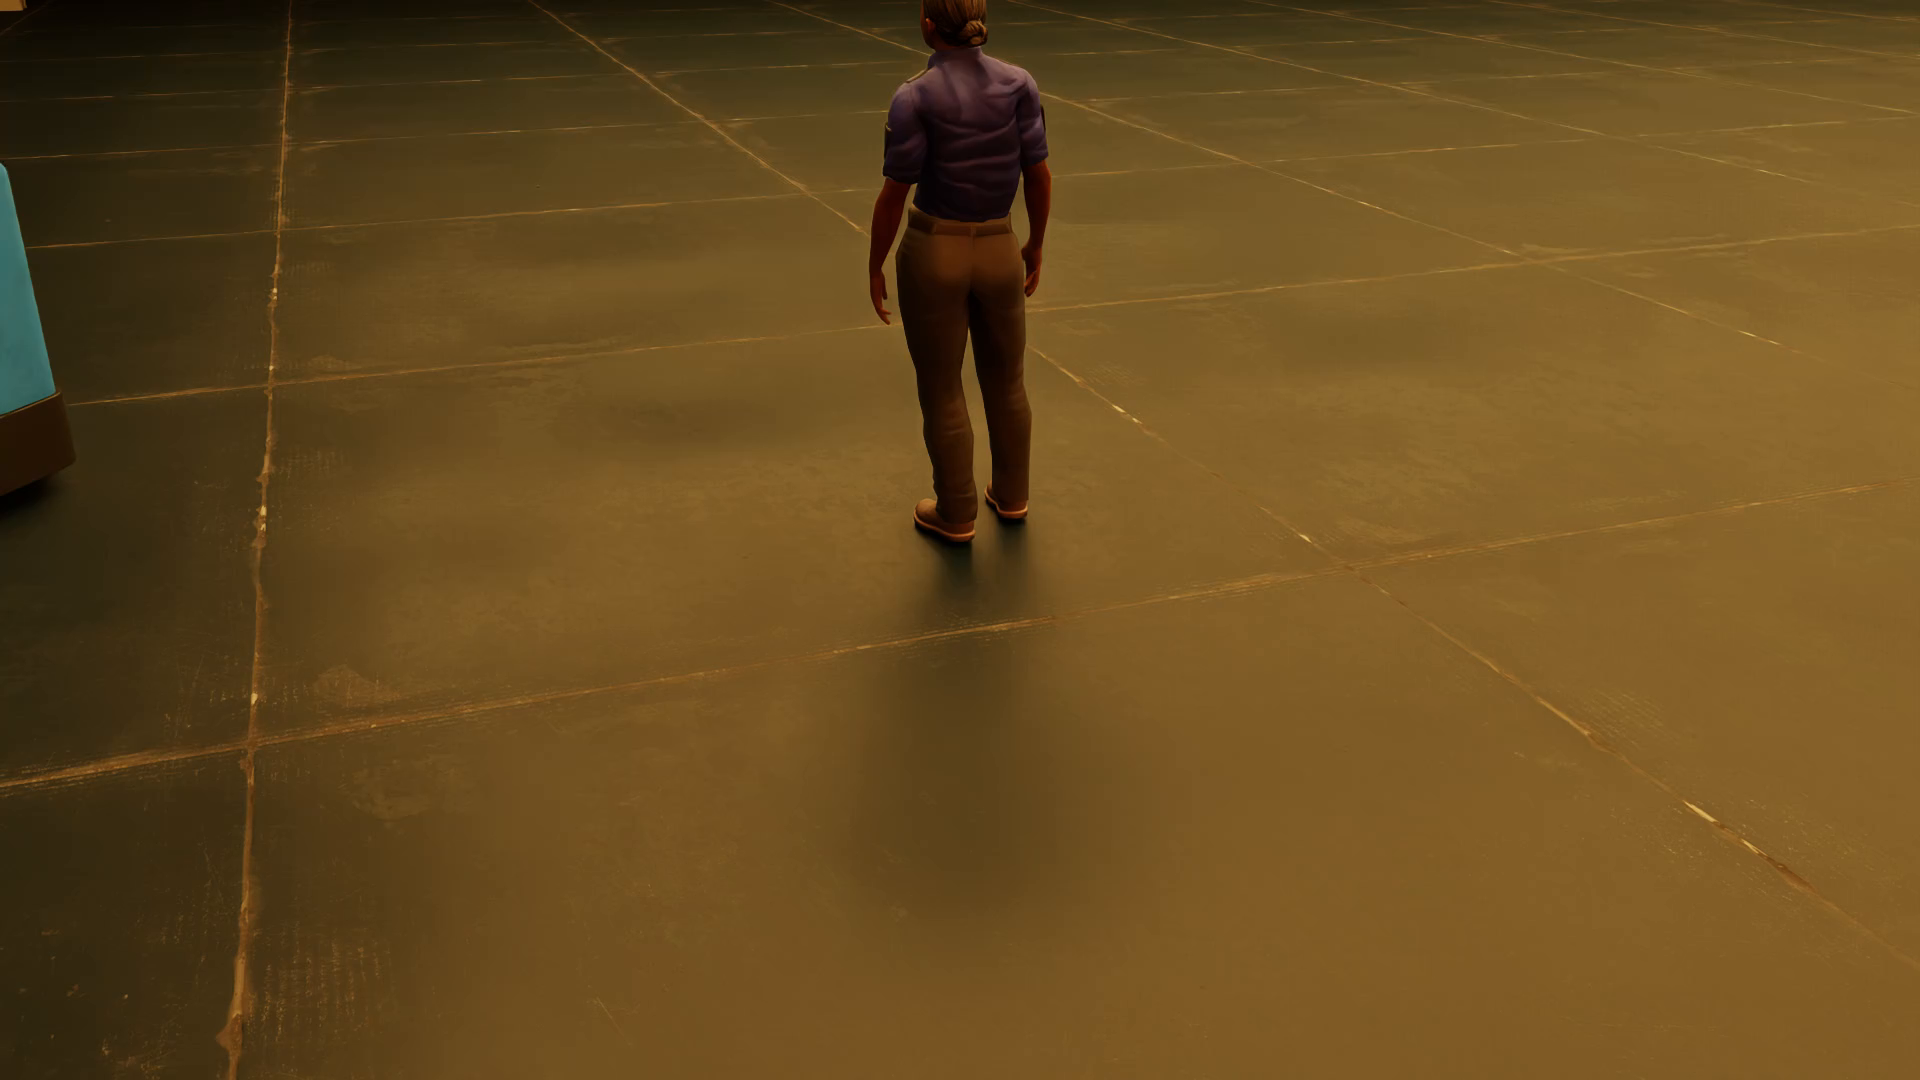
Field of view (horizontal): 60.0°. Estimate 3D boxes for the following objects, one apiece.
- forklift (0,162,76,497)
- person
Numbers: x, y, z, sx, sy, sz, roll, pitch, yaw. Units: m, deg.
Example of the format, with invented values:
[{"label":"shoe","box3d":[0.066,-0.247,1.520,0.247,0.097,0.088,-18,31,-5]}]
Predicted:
[{"label":"forklift","box3d":[-4.505,-1.519,4.911,3.031,2.935,1.130,6,24,14]},{"label":"person","box3d":[-0.011,-0.804,4.838,0.569,1.654,0.504,-8,24,-18]}]
